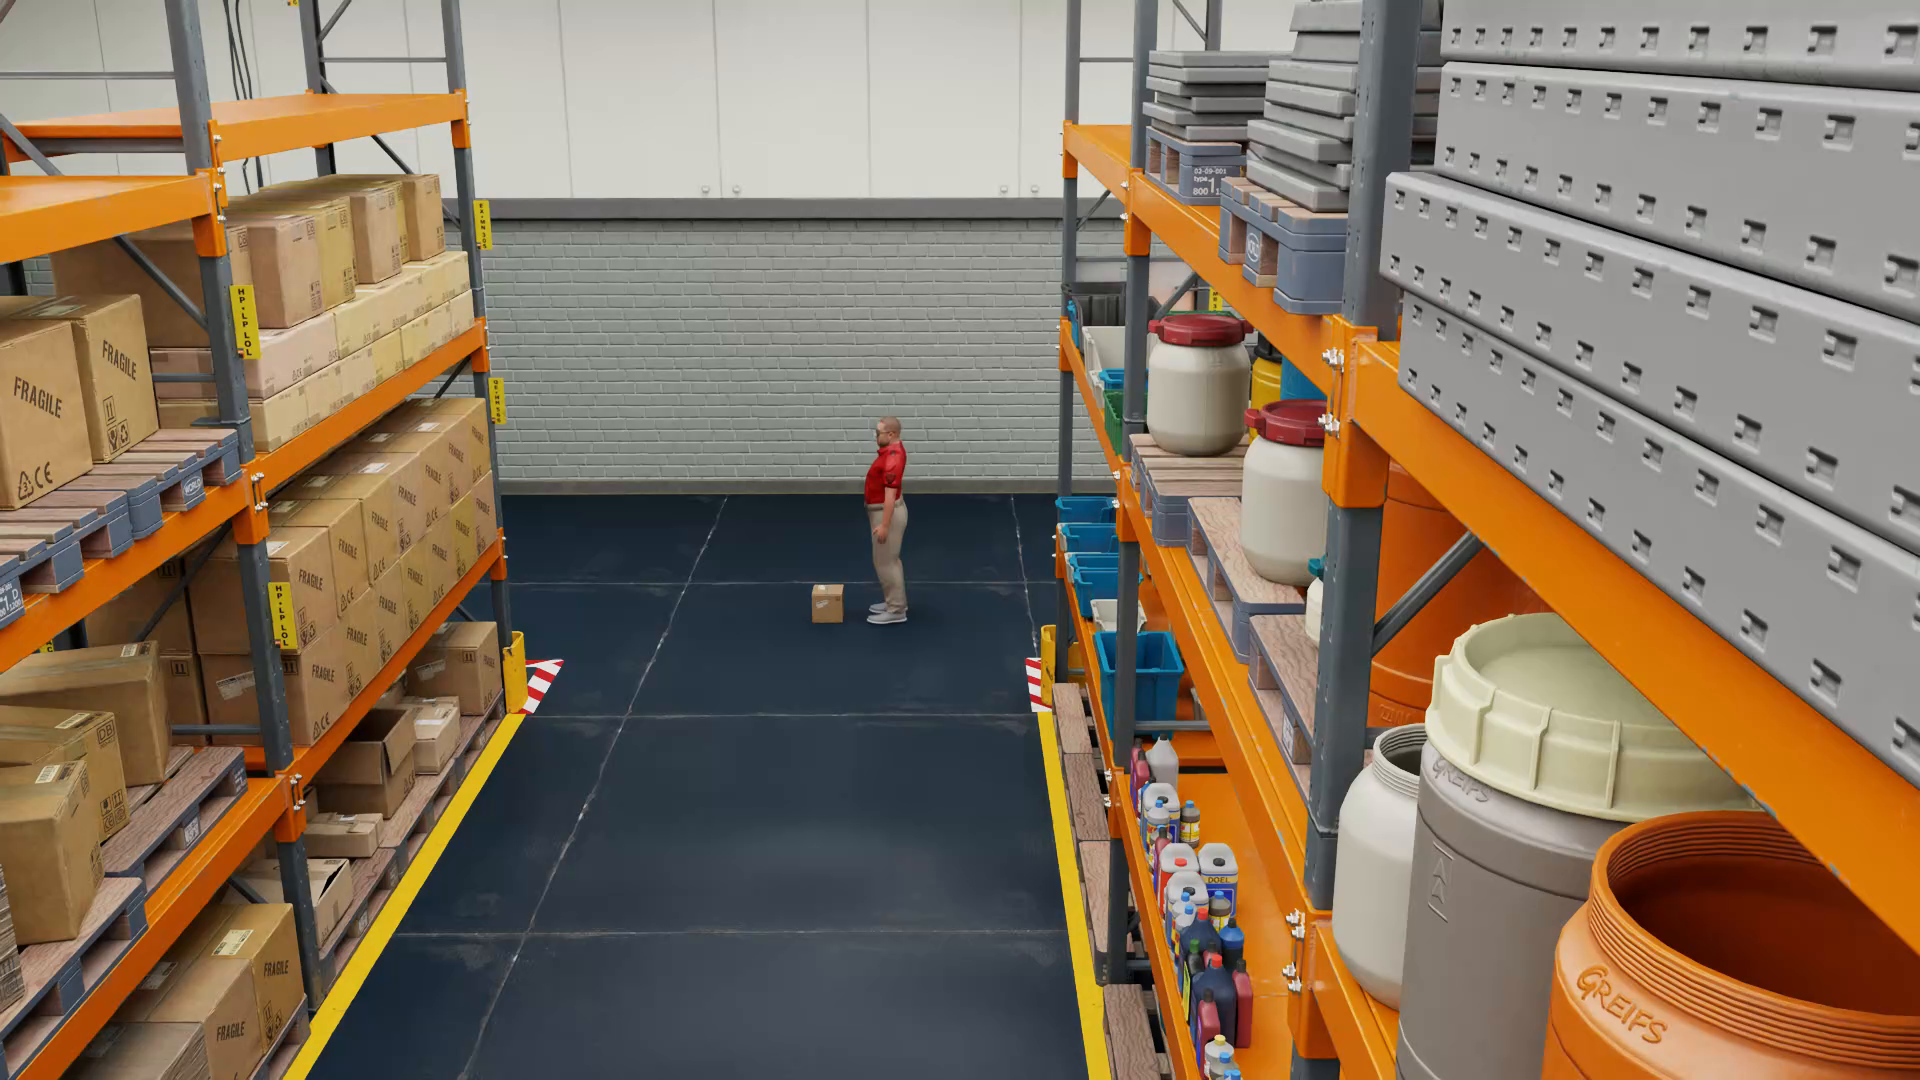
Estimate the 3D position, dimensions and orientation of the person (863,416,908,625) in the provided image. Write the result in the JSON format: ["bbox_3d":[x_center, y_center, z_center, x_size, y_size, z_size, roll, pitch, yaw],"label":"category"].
[{"bbox_3d":[-0.611,-0.169,13.640,0.360,1.724,0.527,0,17,0],"label":"person"}]
